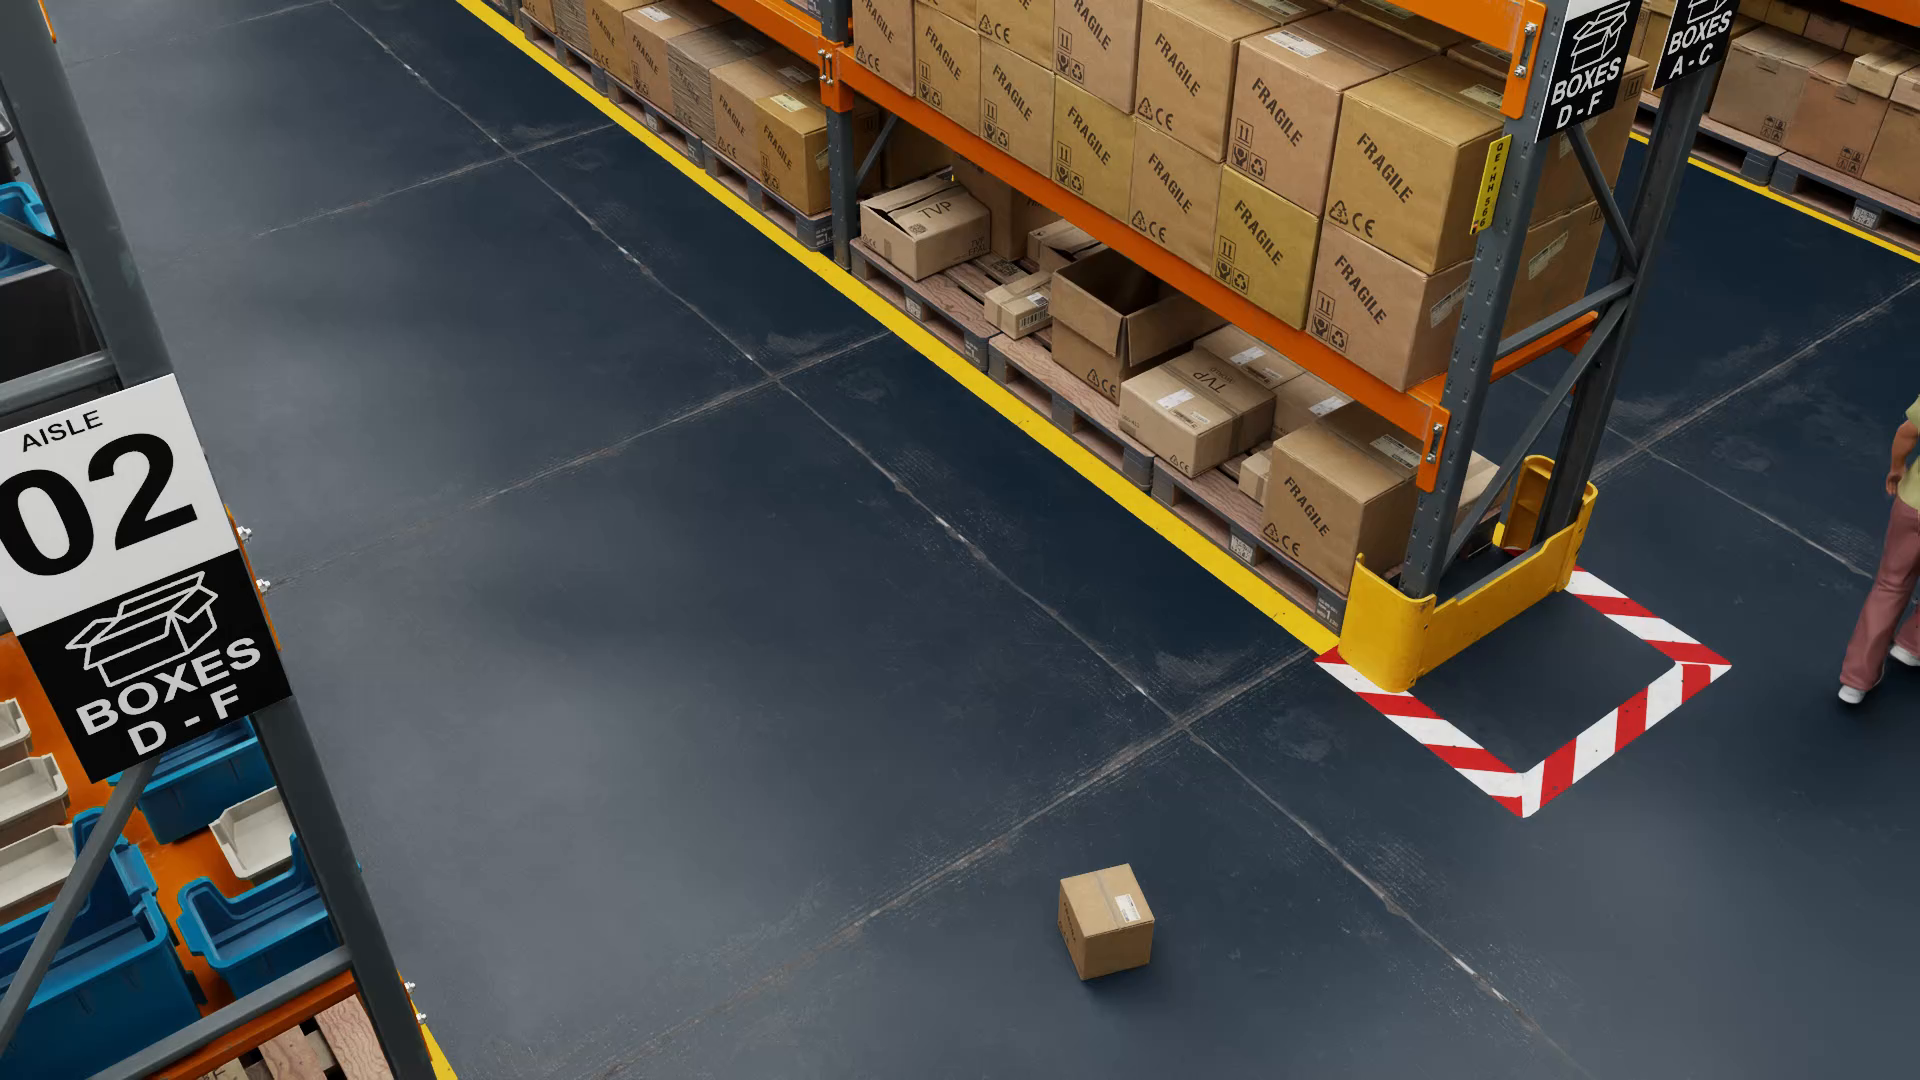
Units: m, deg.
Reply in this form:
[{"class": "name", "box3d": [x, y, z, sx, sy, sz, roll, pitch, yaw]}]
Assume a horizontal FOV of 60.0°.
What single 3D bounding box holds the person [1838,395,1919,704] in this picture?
[{"class": "person", "box3d": [3.689, -0.102, 6.292, 0.474, 1.719, 0.600, 32, 50, 32]}]
